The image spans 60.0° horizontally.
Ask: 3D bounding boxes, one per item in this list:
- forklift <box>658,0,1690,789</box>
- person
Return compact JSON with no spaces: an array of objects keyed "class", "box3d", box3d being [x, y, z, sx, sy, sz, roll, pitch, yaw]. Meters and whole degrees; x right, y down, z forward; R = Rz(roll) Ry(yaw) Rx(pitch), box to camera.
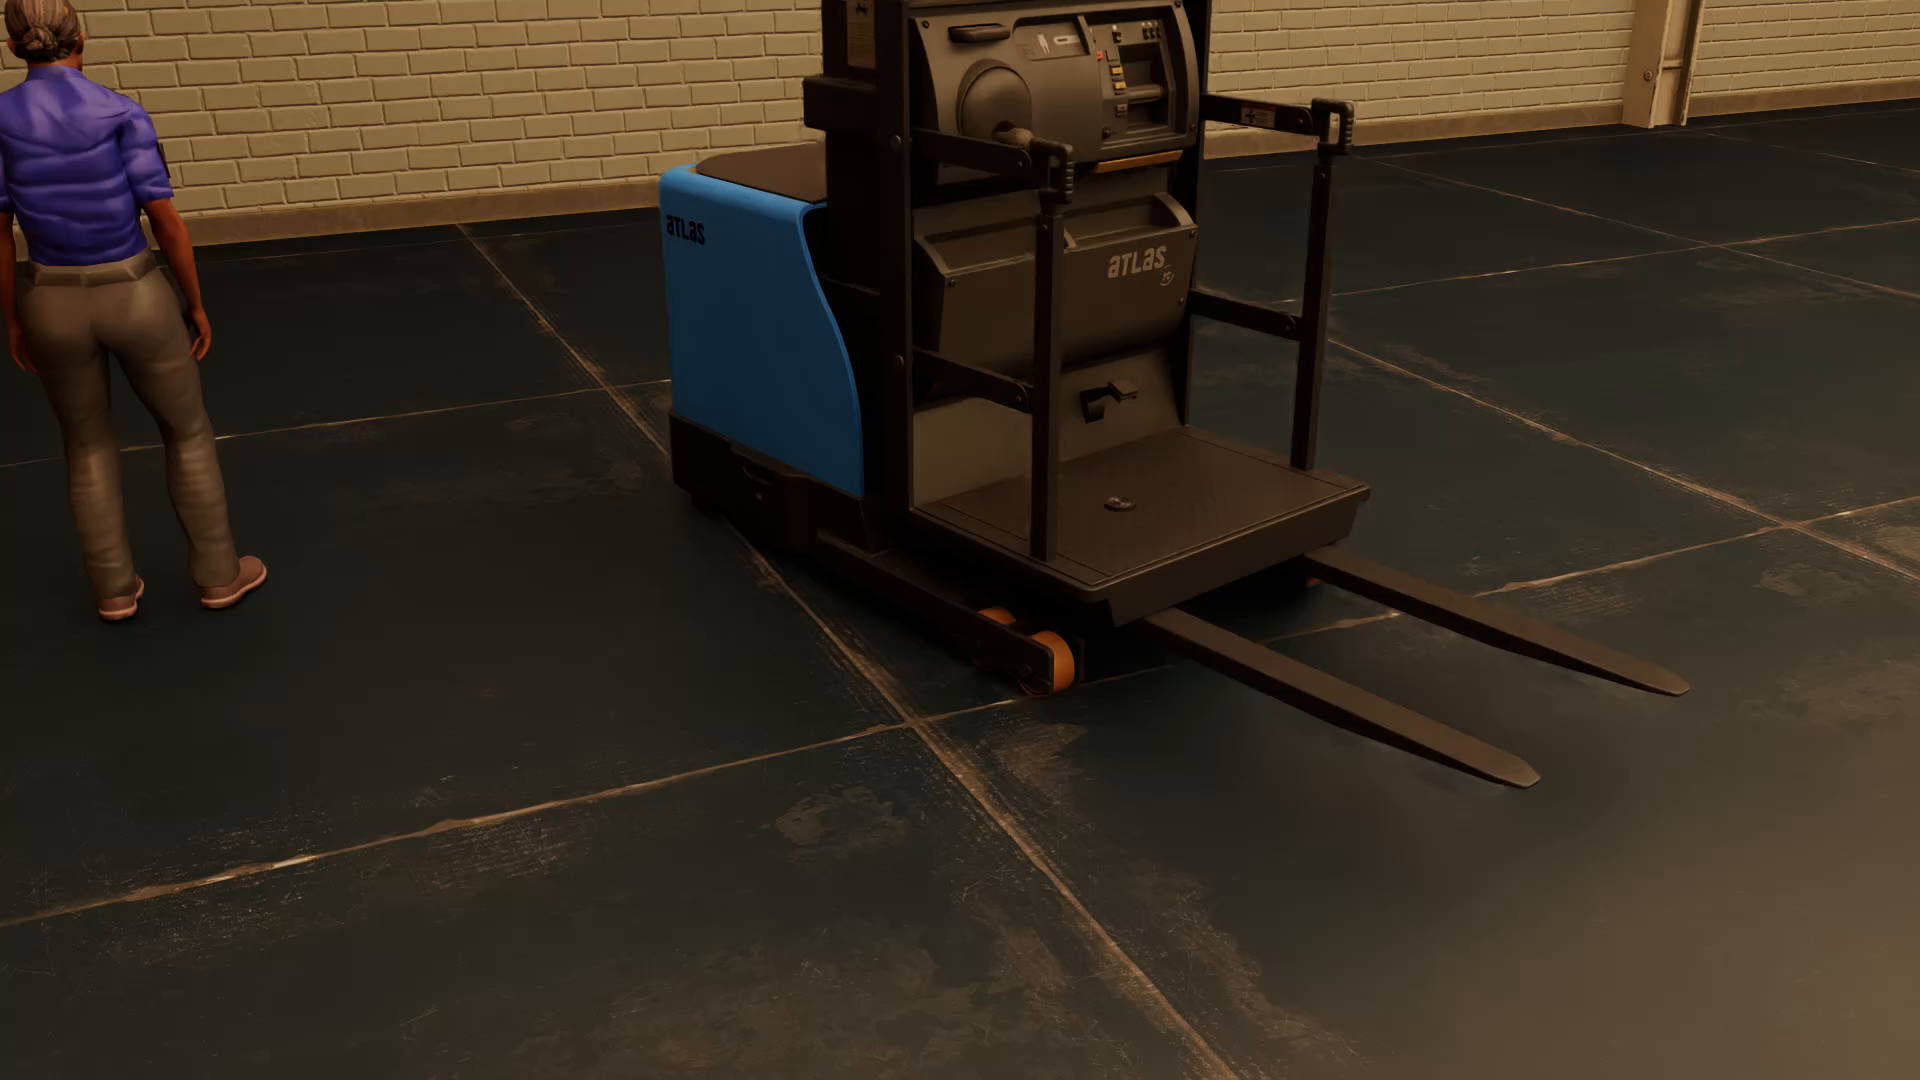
[{"class":"forklift","box3d":[0.407,-1.177,4.119,1.130,2.935,3.031,-18,29,-37]},{"class":"person","box3d":[-2.237,-0.589,4.372,0.513,1.653,0.350,-6,23,-14]}]
